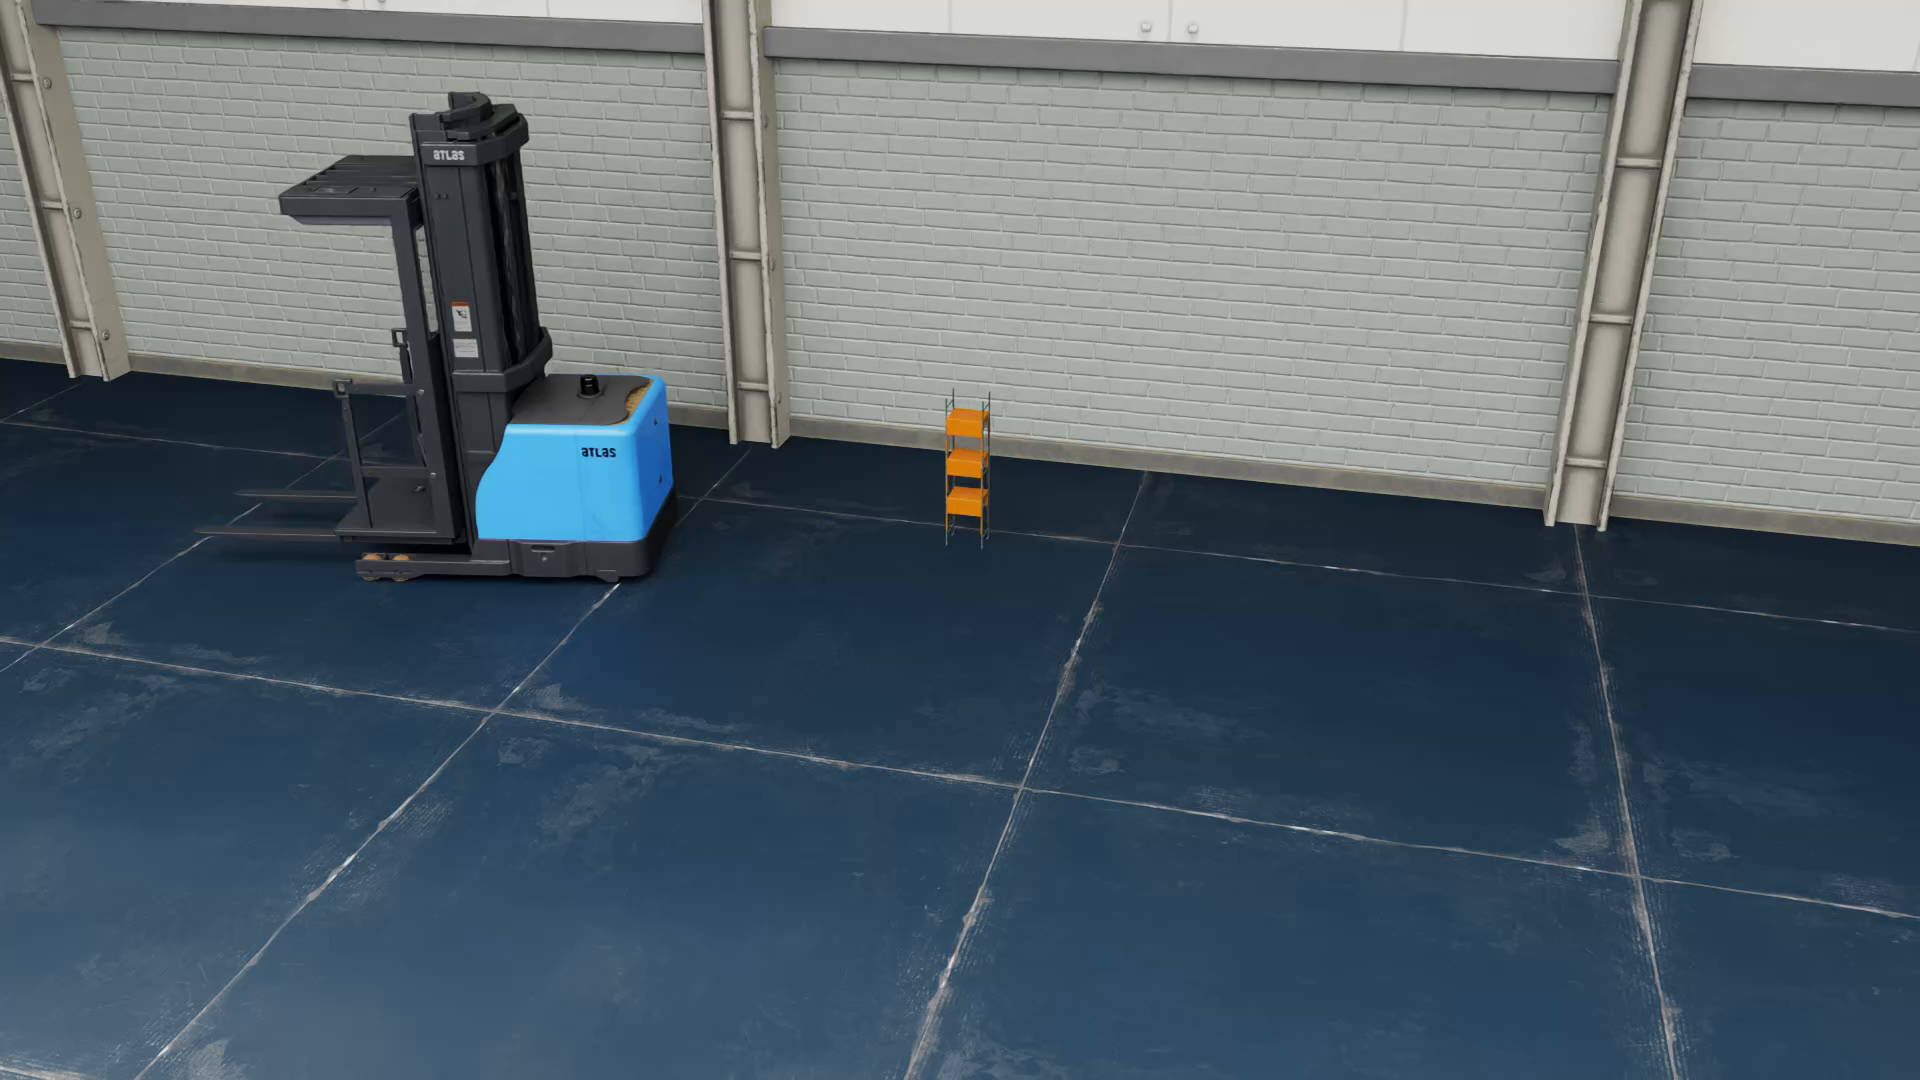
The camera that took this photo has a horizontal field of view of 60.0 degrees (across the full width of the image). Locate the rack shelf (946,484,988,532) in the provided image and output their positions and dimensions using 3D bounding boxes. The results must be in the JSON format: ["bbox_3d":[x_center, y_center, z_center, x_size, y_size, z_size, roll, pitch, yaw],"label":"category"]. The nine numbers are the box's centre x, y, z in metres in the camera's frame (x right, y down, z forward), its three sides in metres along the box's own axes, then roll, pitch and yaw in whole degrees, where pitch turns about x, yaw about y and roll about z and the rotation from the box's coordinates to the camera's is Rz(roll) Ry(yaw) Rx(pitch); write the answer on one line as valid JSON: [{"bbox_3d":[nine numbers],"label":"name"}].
[{"bbox_3d":[0.052,-0.208,11.136,0.240,0.259,0.215,6,26,13],"label":"rack shelf"}]

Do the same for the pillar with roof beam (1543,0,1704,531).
[{"bbox_3d":[3.192,-2.415,5.853,0.400,9.000,9.100,6,26,13],"label":"pillar with roof beam"}]

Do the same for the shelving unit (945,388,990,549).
[{"bbox_3d":[0.052,-0.468,11.012,0.252,1.050,0.215,6,26,13],"label":"shelving unit"}]

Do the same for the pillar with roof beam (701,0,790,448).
[{"bbox_3d":[-2.619,-3.057,7.202,0.400,9.000,9.100,6,26,13],"label":"pillar with roof beam"}]

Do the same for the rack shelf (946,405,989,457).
[{"bbox_3d":[0.052,-0.715,10.895,0.240,0.259,0.215,6,26,13],"label":"rack shelf"}]

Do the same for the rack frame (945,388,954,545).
[{"bbox_3d":[-0.066,-0.481,11.040,0.008,1.050,0.200,6,26,13],"label":"rack frame"}]

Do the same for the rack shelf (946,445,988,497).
[{"bbox_3d":[0.052,-0.459,11.017,0.240,0.259,0.215,6,26,13],"label":"rack shelf"}]

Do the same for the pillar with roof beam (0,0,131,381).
[{"bbox_3d":[-8.430,-3.699,8.551,0.400,9.000,9.100,6,26,13],"label":"pillar with roof beam"}]

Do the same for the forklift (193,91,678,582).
[{"bbox_3d":[-3.477,-1.282,10.534,3.031,2.935,1.130,1,25,3],"label":"forklift"}]

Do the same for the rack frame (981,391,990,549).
[{"bbox_3d":[0.170,-0.455,10.985,0.008,1.050,0.200,6,26,13],"label":"rack frame"}]
